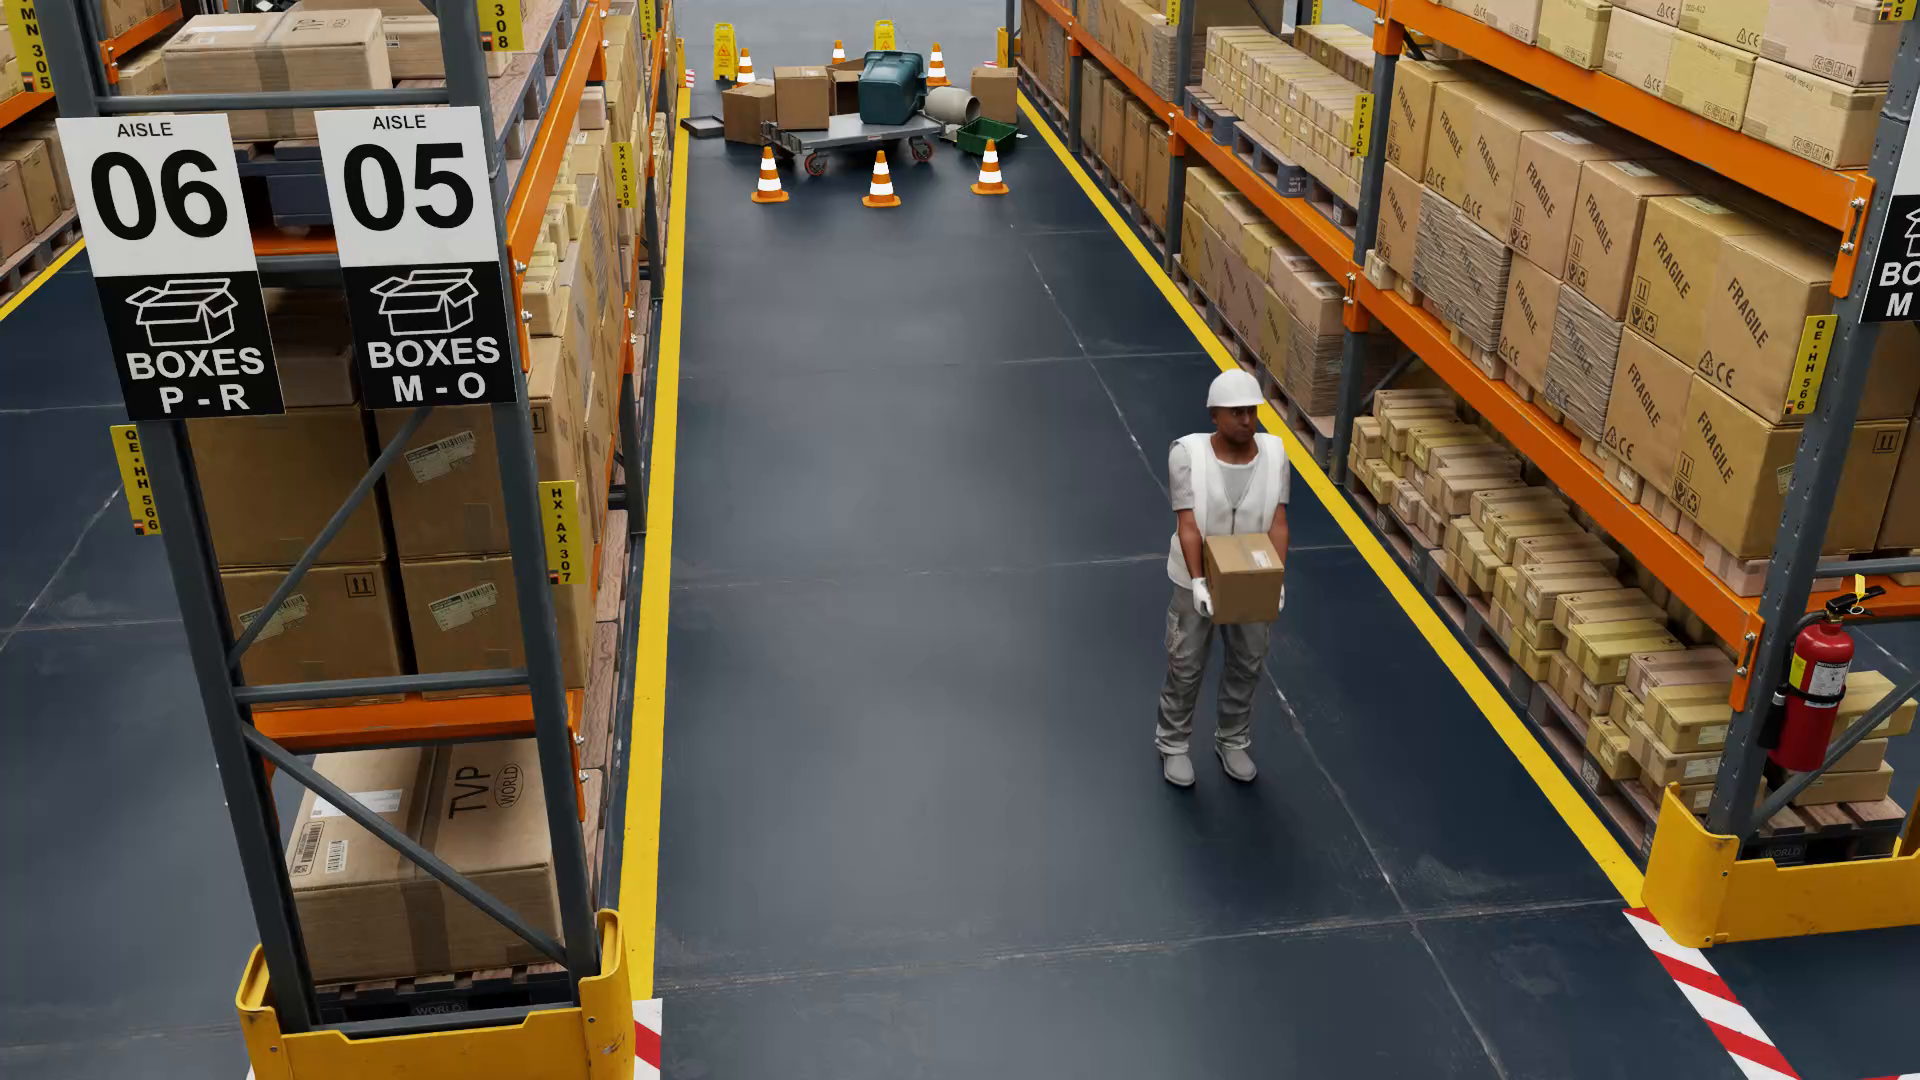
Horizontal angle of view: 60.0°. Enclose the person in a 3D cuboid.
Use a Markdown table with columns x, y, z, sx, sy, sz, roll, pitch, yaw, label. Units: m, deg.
| x | y | z | sx | sy | sz | roll | pitch | yaw | label |
| --- | --- | --- | --- | --- | --- | --- | --- | --- | --- |
| 1.084 | 0.208 | 6.692 | 0.487 | 1.778 | 0.574 | -3 | 27 | -6 | person |
